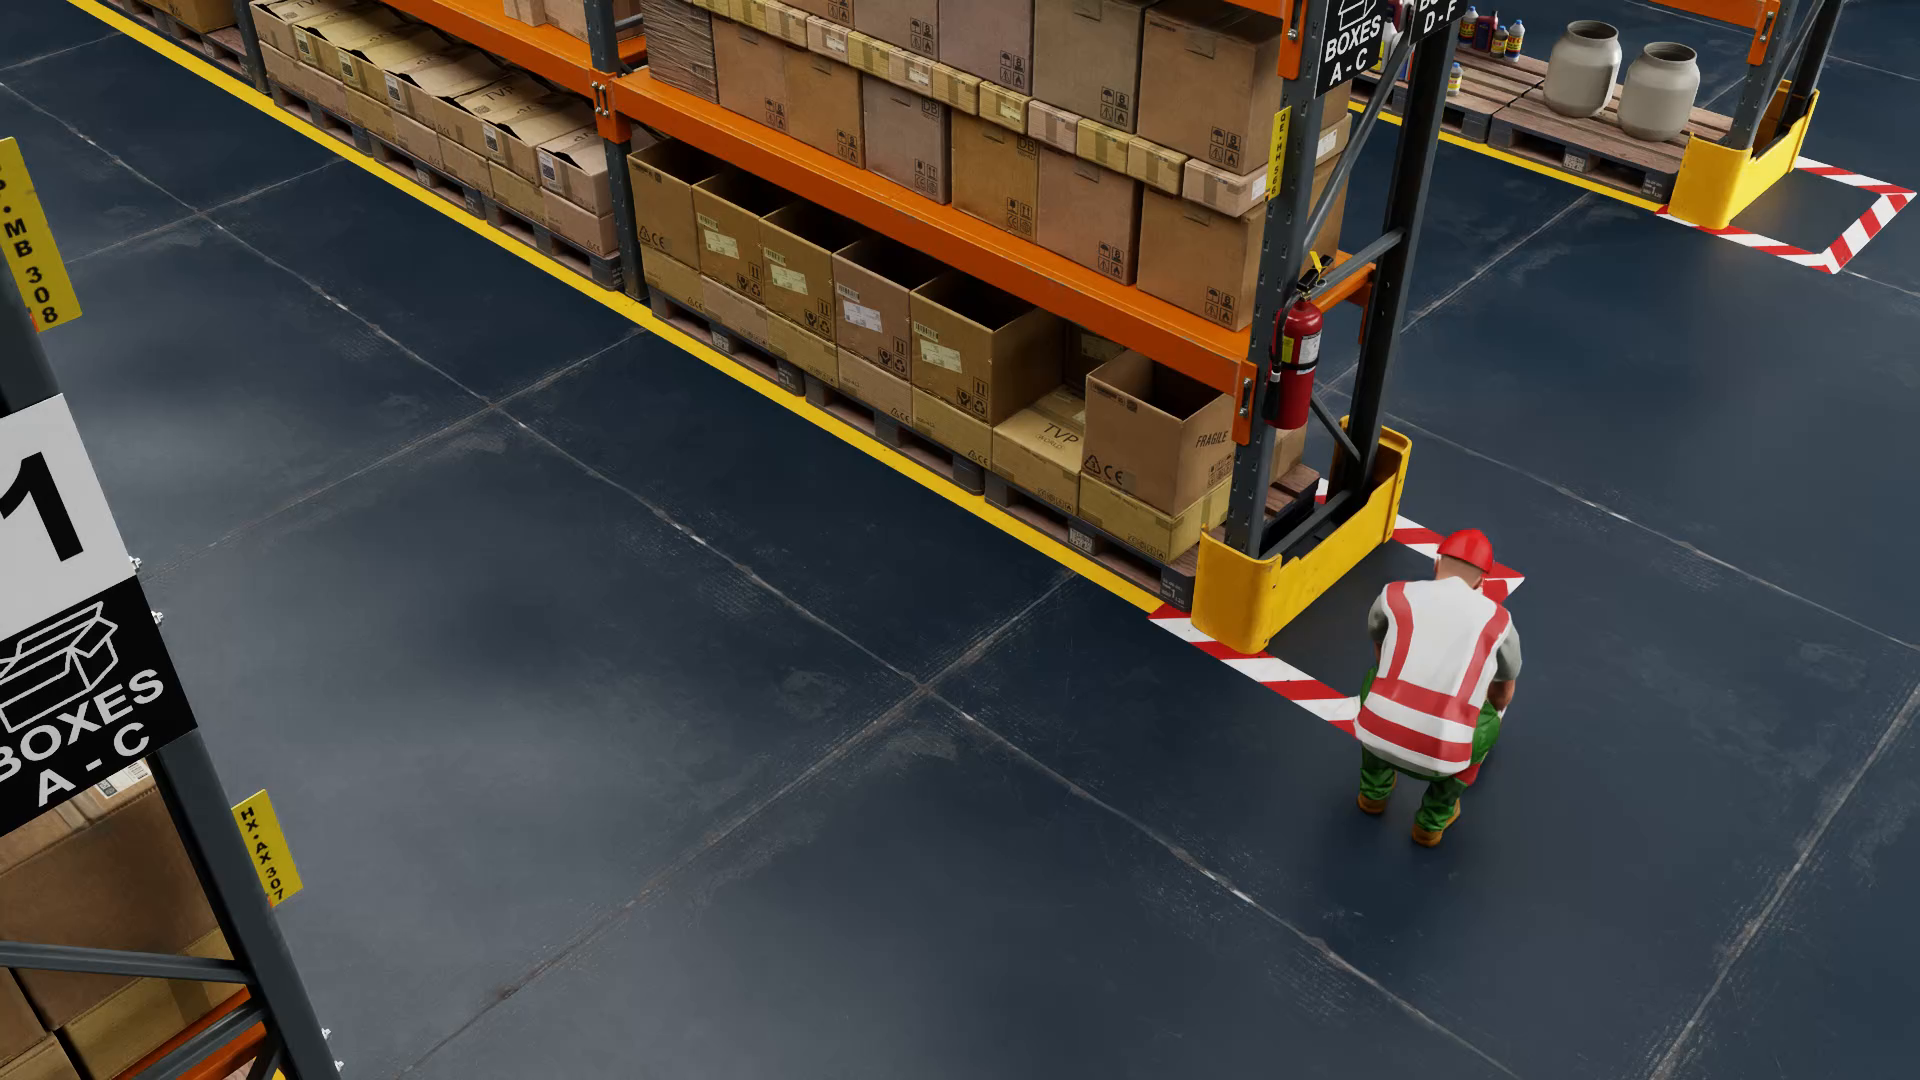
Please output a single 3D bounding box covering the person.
[{"bbox_3d":[1.701,0.556,6.067,0.567,1.015,0.880,20,43,23],"label":"person"}]
